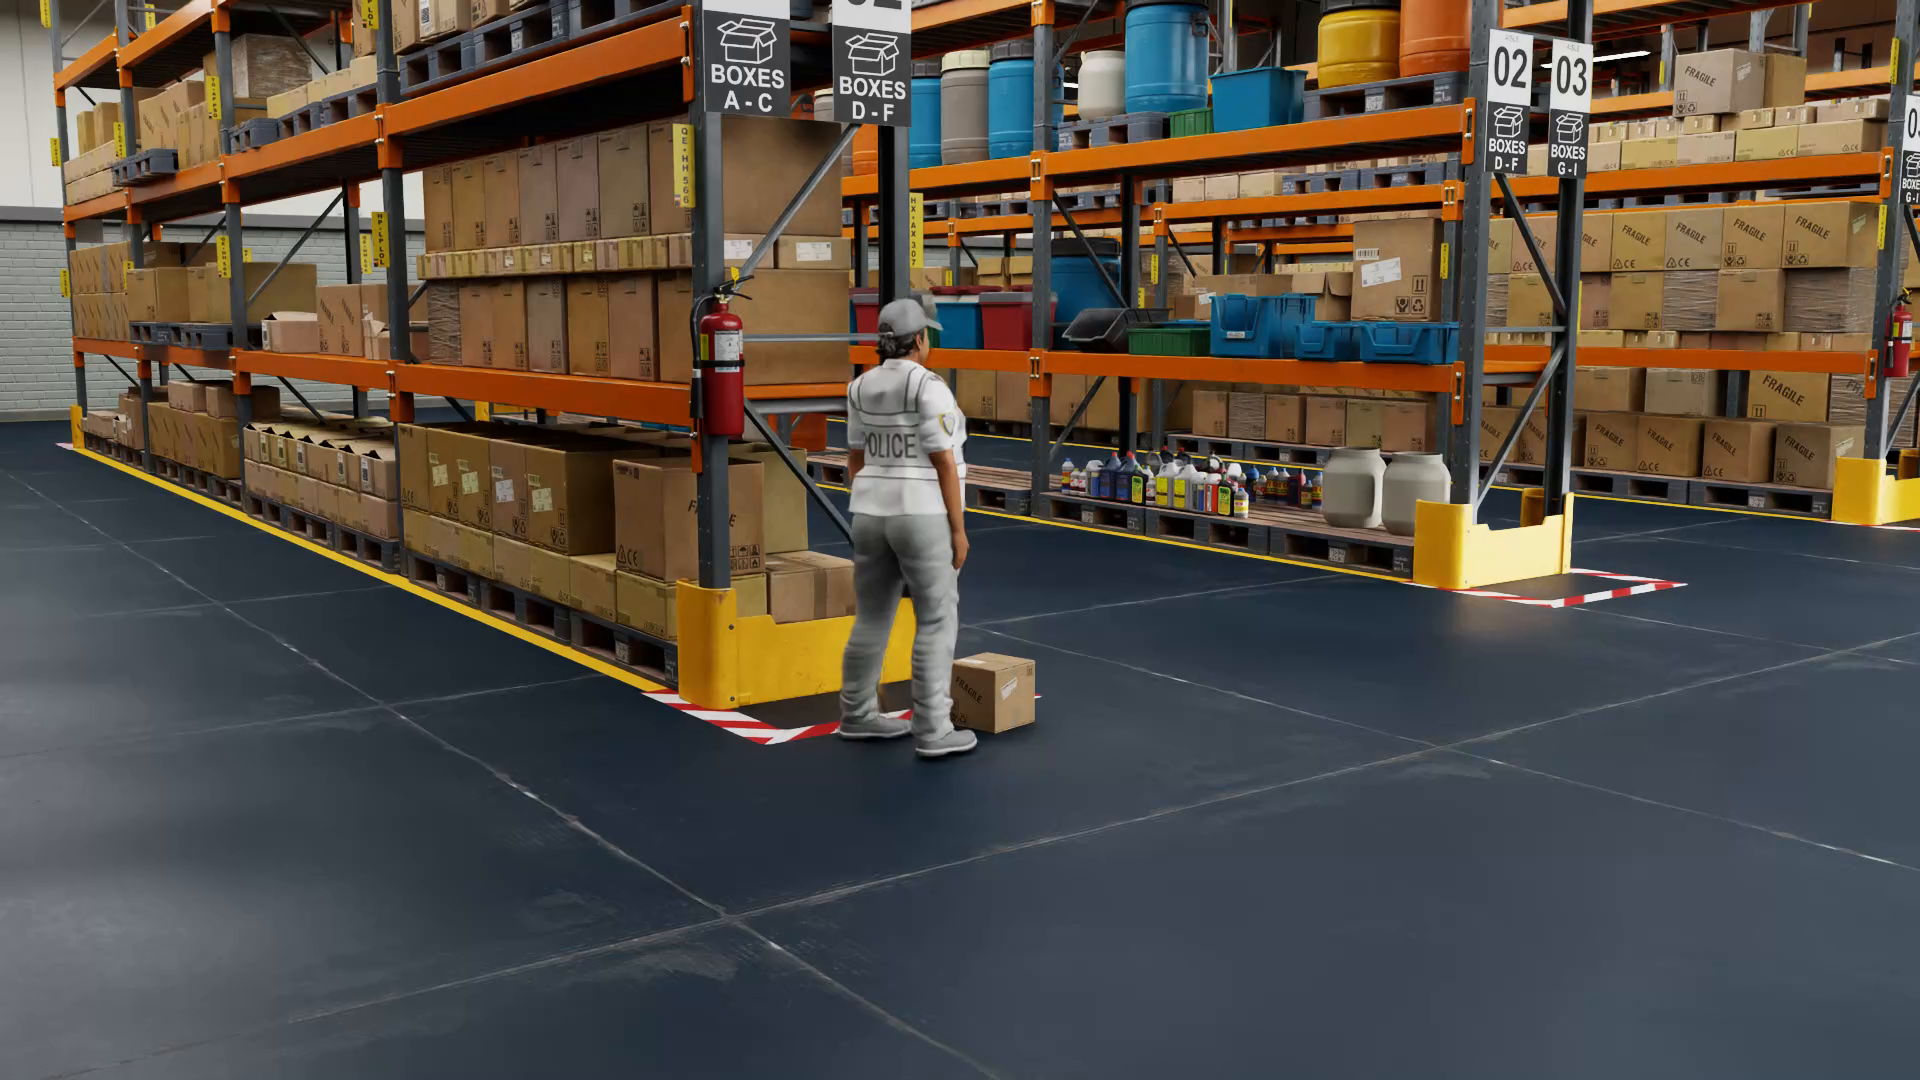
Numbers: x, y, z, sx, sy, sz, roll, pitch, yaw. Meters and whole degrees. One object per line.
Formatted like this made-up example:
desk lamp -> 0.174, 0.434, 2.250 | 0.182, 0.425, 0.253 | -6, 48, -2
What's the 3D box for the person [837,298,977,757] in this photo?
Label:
person -> -0.209, -0.052, 6.140 | 0.535, 1.663, 0.378 | 7, 10, 40
